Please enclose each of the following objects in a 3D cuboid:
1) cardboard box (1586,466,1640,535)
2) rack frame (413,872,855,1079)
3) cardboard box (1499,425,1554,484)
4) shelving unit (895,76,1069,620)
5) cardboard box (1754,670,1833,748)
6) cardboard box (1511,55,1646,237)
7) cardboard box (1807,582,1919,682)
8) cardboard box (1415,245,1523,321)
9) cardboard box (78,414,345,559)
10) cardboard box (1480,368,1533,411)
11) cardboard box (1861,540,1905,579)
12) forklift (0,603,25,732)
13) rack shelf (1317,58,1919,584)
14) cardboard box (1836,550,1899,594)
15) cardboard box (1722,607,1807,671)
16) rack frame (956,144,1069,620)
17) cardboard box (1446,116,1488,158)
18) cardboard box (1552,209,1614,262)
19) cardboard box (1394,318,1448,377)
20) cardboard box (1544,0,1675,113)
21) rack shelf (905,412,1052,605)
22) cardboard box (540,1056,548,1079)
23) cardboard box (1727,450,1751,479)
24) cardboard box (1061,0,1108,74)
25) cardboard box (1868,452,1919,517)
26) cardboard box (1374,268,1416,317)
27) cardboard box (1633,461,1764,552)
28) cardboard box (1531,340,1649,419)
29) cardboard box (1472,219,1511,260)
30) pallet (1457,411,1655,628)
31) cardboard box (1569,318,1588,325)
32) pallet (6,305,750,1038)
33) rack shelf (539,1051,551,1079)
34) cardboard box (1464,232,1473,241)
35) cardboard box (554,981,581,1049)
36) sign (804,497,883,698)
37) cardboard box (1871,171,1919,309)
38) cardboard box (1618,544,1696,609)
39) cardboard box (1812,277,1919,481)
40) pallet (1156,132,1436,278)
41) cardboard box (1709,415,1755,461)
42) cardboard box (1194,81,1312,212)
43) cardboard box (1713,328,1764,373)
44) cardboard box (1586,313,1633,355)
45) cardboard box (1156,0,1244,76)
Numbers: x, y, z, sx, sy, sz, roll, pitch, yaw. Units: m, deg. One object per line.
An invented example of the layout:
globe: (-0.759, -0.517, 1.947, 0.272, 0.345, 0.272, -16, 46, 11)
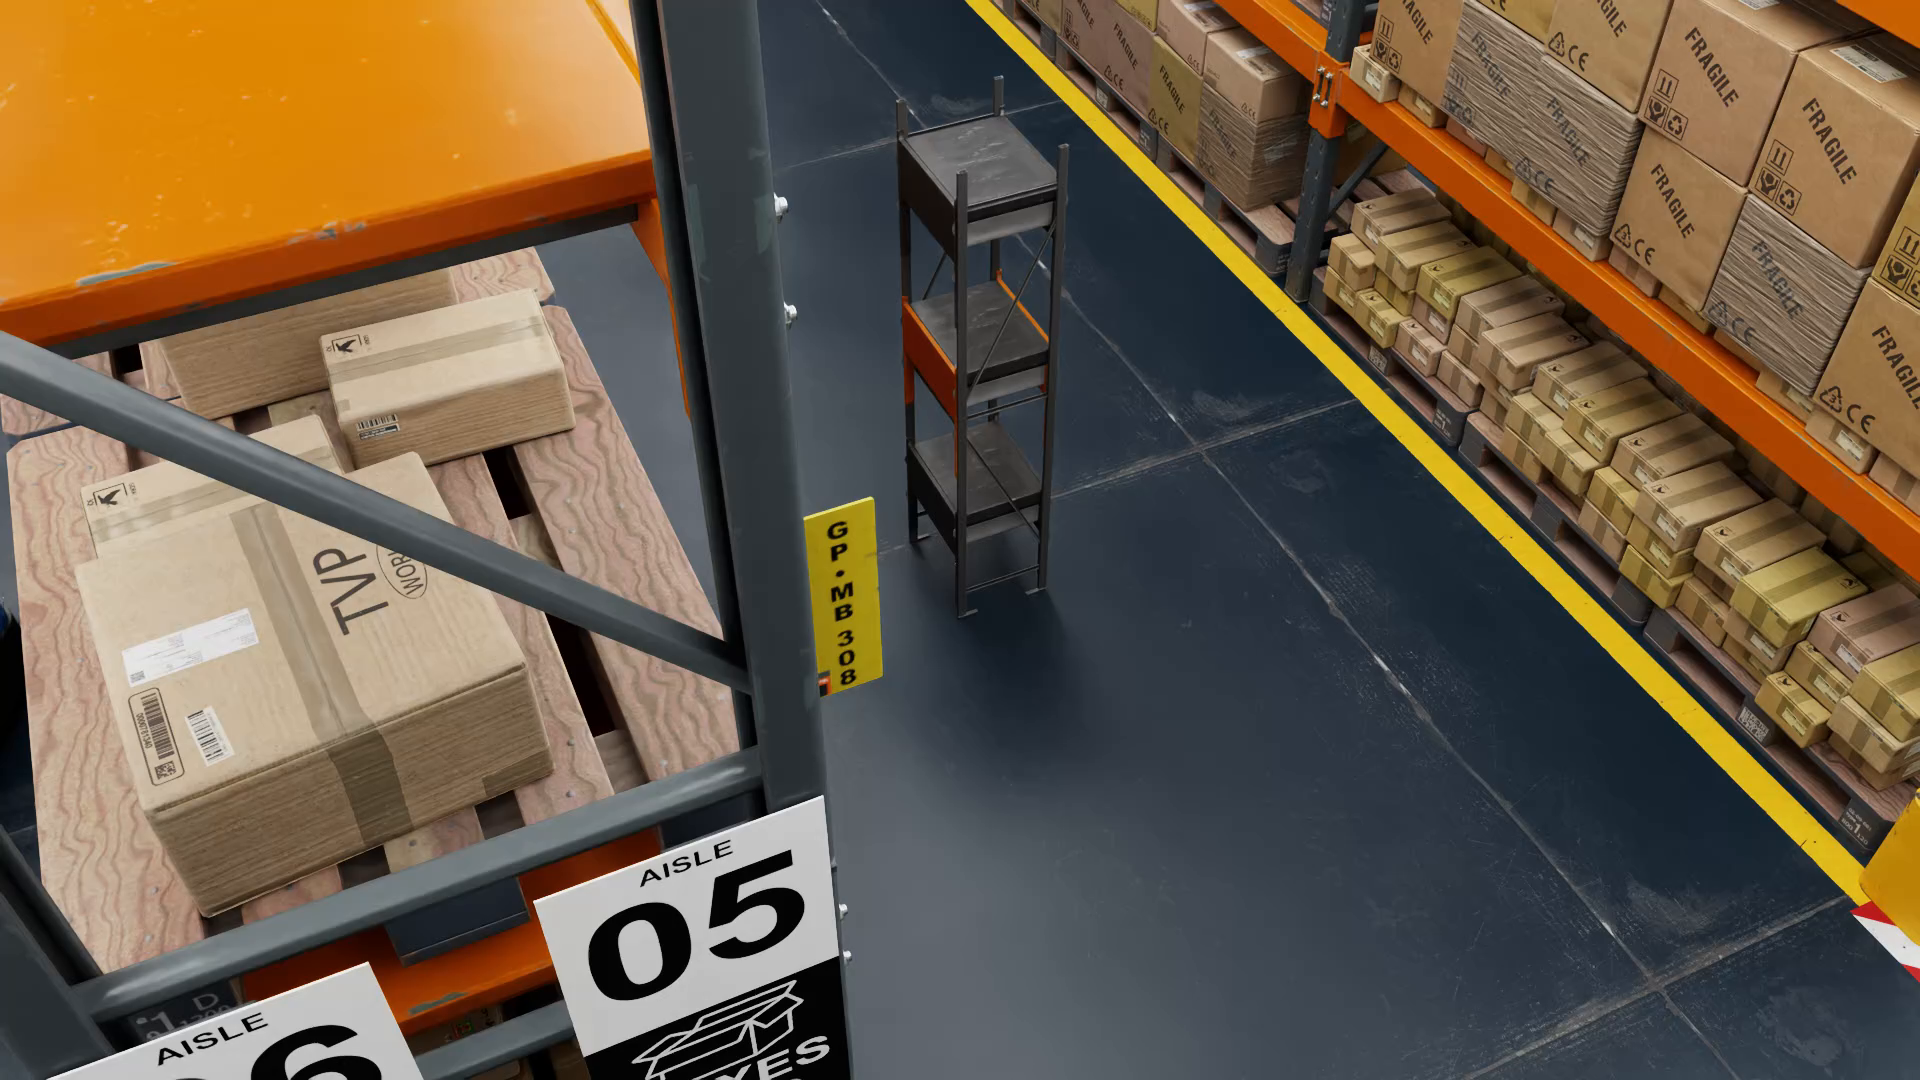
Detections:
cardboard box: (2.773, -0.198, 6.703, 0.380, 0.149, 0.250, -16, 47, -15)
rack frame: (-0.655, 1.646, 3.315, 1.000, 3.000, 0.127, -18, 47, -17)
cardboard box: (2.556, -0.422, 7.141, 0.380, 0.149, 0.250, -19, 48, -18)
shelving unit: (0.070, -0.642, 6.274, 0.431, 2.100, 0.503, -18, 47, -17)
cardboard box: (3.183, 0.578, 6.129, 0.380, 0.149, 0.250, -17, 47, -16)
cardboard box: (2.485, -1.536, 6.256, 0.500, 0.500, 0.500, -19, 48, -18)
cardboard box: (3.288, 0.334, 5.952, 0.380, 0.149, 0.250, -17, 47, -17)
cardboard box: (2.282, -1.155, 7.461, 0.380, 0.149, 0.250, -19, 48, -18)
cardboard box: (-1.175, -0.021, 2.677, 0.380, 0.149, 0.250, -22, 49, -20)
cardboard box: (2.502, -0.709, 7.221, 0.380, 0.149, 0.250, -16, 47, -16)
cardboard box: (3.667, 0.001, 6.289, 0.380, 0.149, 0.250, -18, 47, -18)
forklift: (-5.138, -0.199, 5.234, 3.031, 2.935, 1.130, 0, 45, 0)
rack shelf: (2.953, -0.898, 6.406, 1.077, 0.370, 4.000, -18, 47, -17)
cardboard box: (3.559, 0.149, 6.351, 0.380, 0.149, 0.250, -17, 47, -17)
cardboard box: (3.093, 0.297, 6.201, 0.380, 0.149, 0.250, -20, 48, -19)
rack frame: (0.172, -0.486, 6.117, 0.400, 2.100, 0.015, -18, 47, -17)
cardboard box: (2.270, -1.765, 6.951, 0.380, 0.149, 0.250, -20, 48, -19)
cardboard box: (2.532, -1.237, 6.416, 0.380, 0.149, 0.250, -16, 47, -16)
cardboard box: (2.237, -0.924, 7.650, 0.380, 0.149, 0.250, -18, 47, -18)
cardboard box: (2.496, -1.911, 5.925, 0.500, 0.500, 0.500, -17, 47, -17)
rack shelf: (0.070, -0.134, 6.776, 0.431, 0.518, 0.480, -18, 47, -17)
cardboard box: (-1.295, 1.057, 3.840, 0.500, 0.500, 0.500, -19, 48, -18)
cardboard box: (3.201, -0.348, 6.855, 0.380, 0.149, 0.250, -16, 47, -15)
cardboard box: (0.931, -3.066, 9.572, 0.500, 0.500, 0.500, -19, 48, -18)
cardboard box: (3.211, -0.240, 5.405, 0.380, 0.149, 0.250, -18, 48, -18)
cardboard box: (2.162, -1.209, 7.728, 0.380, 0.149, 0.250, -18, 47, -17)
cardboard box: (2.849, -0.132, 6.424, 0.380, 0.149, 0.250, -16, 47, -16)
cardboard box: (2.635, -0.660, 6.959, 0.380, 0.149, 0.250, -20, 48, -19)
cardboard box: (2.641, -1.474, 7.785, 0.380, 0.149, 0.250, -17, 47, -17)
pallet: (2.943, -0.240, 7.212, 1.003, 0.211, 1.213, -18, 47, -17)
cardboard box: (2.803, -1.040, 7.556, 0.380, 0.149, 0.250, -18, 47, -17)
pallet: (-0.976, 0.141, 2.768, 1.003, 0.211, 1.213, -18, 47, -17)
rack shelf: (-1.496, 0.628, 4.859, 1.077, 0.370, 4.000, -18, 47, -17)
cardboard box: (2.533, -1.563, 8.086, 0.380, 0.149, 0.250, -17, 47, -17)
cardboard box: (-0.553, 0.716, 3.013, 0.380, 0.149, 0.250, -17, 47, -17)
sign: (-0.149, 0.079, 2.089, 0.100, 0.325, 0.005, -18, 47, -17)
cardboard box: (3.163, -0.918, 4.919, 0.500, 0.500, 0.500, -20, 48, -19)
cardboard box: (2.871, 0.086, 6.626, 0.380, 0.149, 0.250, -20, 48, -19)
cardboard box: (3.160, -0.561, 5.269, 0.500, 0.500, 0.500, -19, 48, -18)
pallet: (1.783, -1.932, 8.927, 1.003, 0.211, 1.213, -18, 47, -17)
cardboard box: (3.310, -0.493, 6.790, 0.380, 0.149, 0.250, -17, 47, -17)
cardboard box: (1.572, -2.086, 8.578, 0.500, 0.500, 0.500, -19, 48, -18)
cardboard box: (2.939, -0.762, 5.934, 0.380, 0.149, 0.250, -20, 48, -19)
cardboard box: (2.988, -0.984, 7.288, 0.380, 0.149, 0.250, -20, 48, -19)
cardboard box: (1.365, -2.687, 8.653, 0.500, 0.250, 0.500, -16, 47, -16)
